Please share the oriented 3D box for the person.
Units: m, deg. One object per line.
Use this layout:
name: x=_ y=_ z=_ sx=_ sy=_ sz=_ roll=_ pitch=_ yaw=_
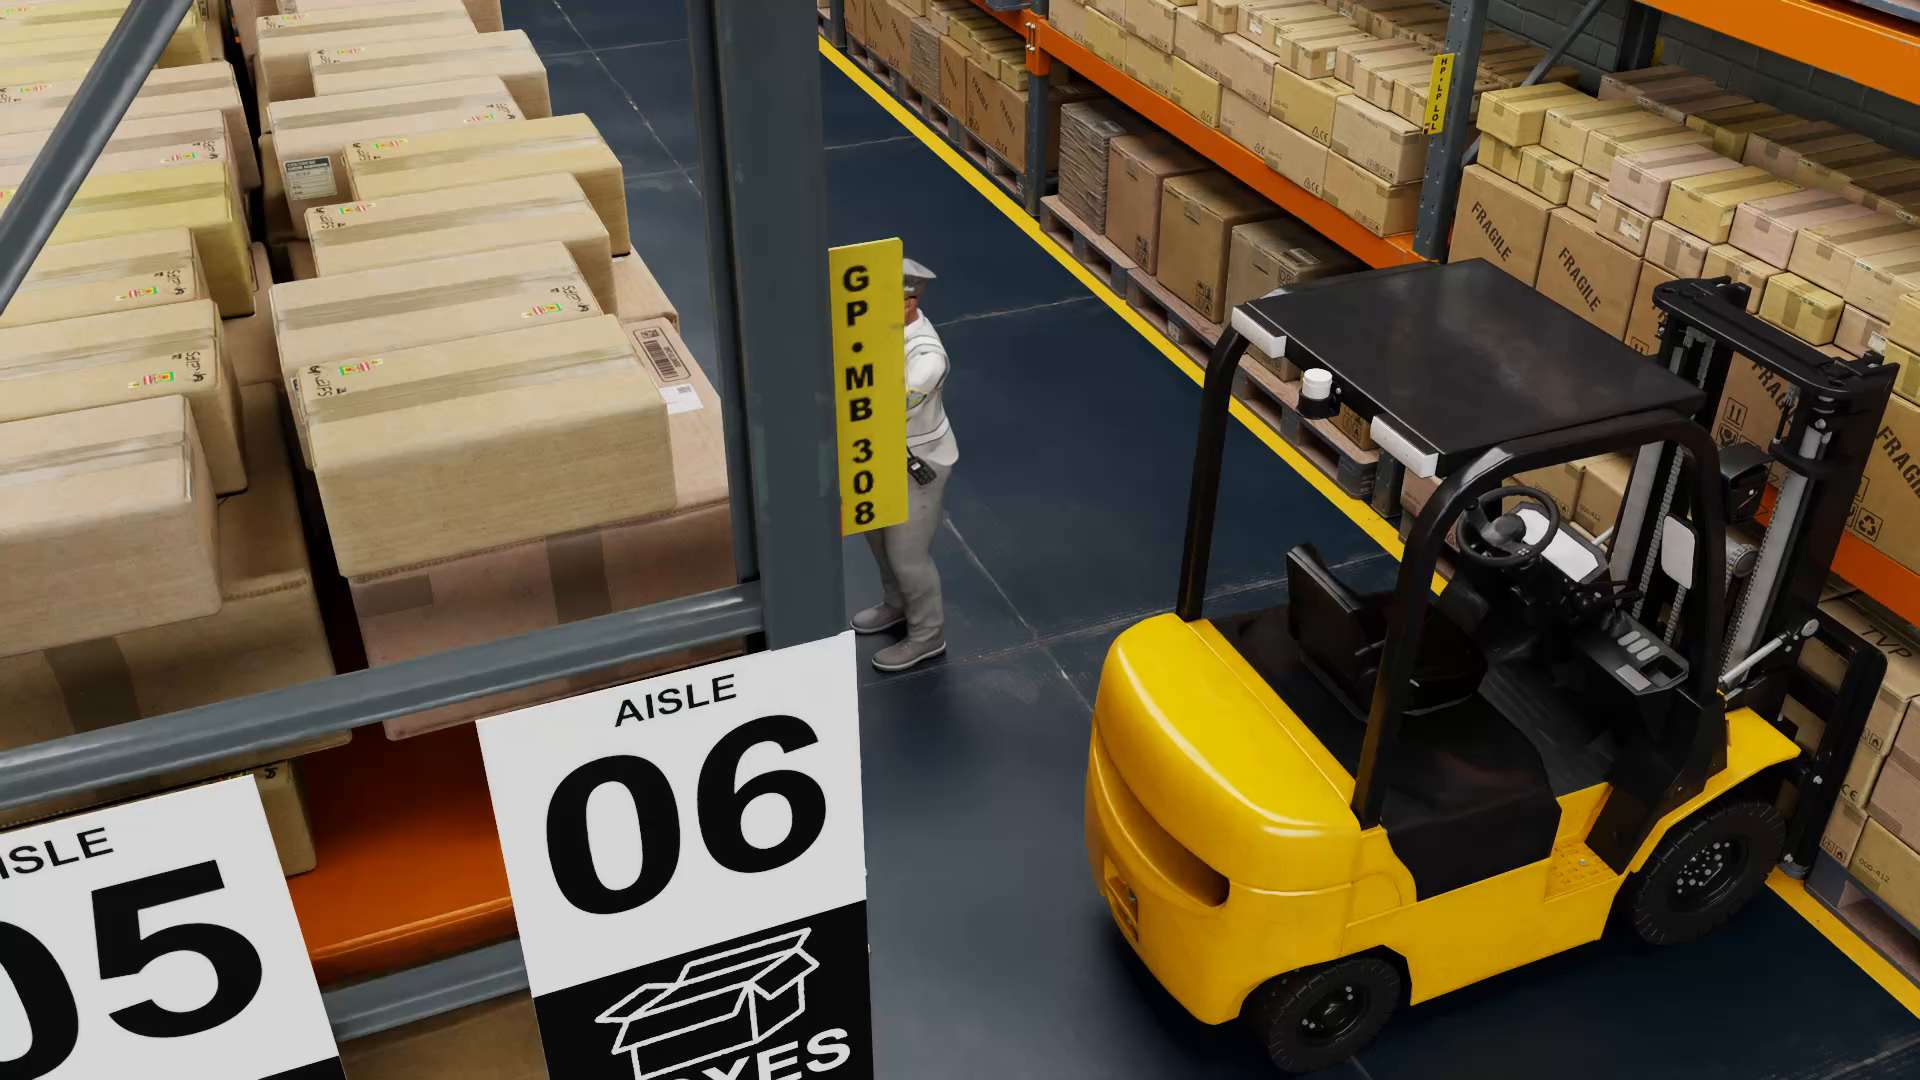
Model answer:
person: x=-0.299 y=-0.298 z=6.579 sx=0.568 sy=1.771 sz=0.490 roll=-13 pitch=36 yaw=-19
